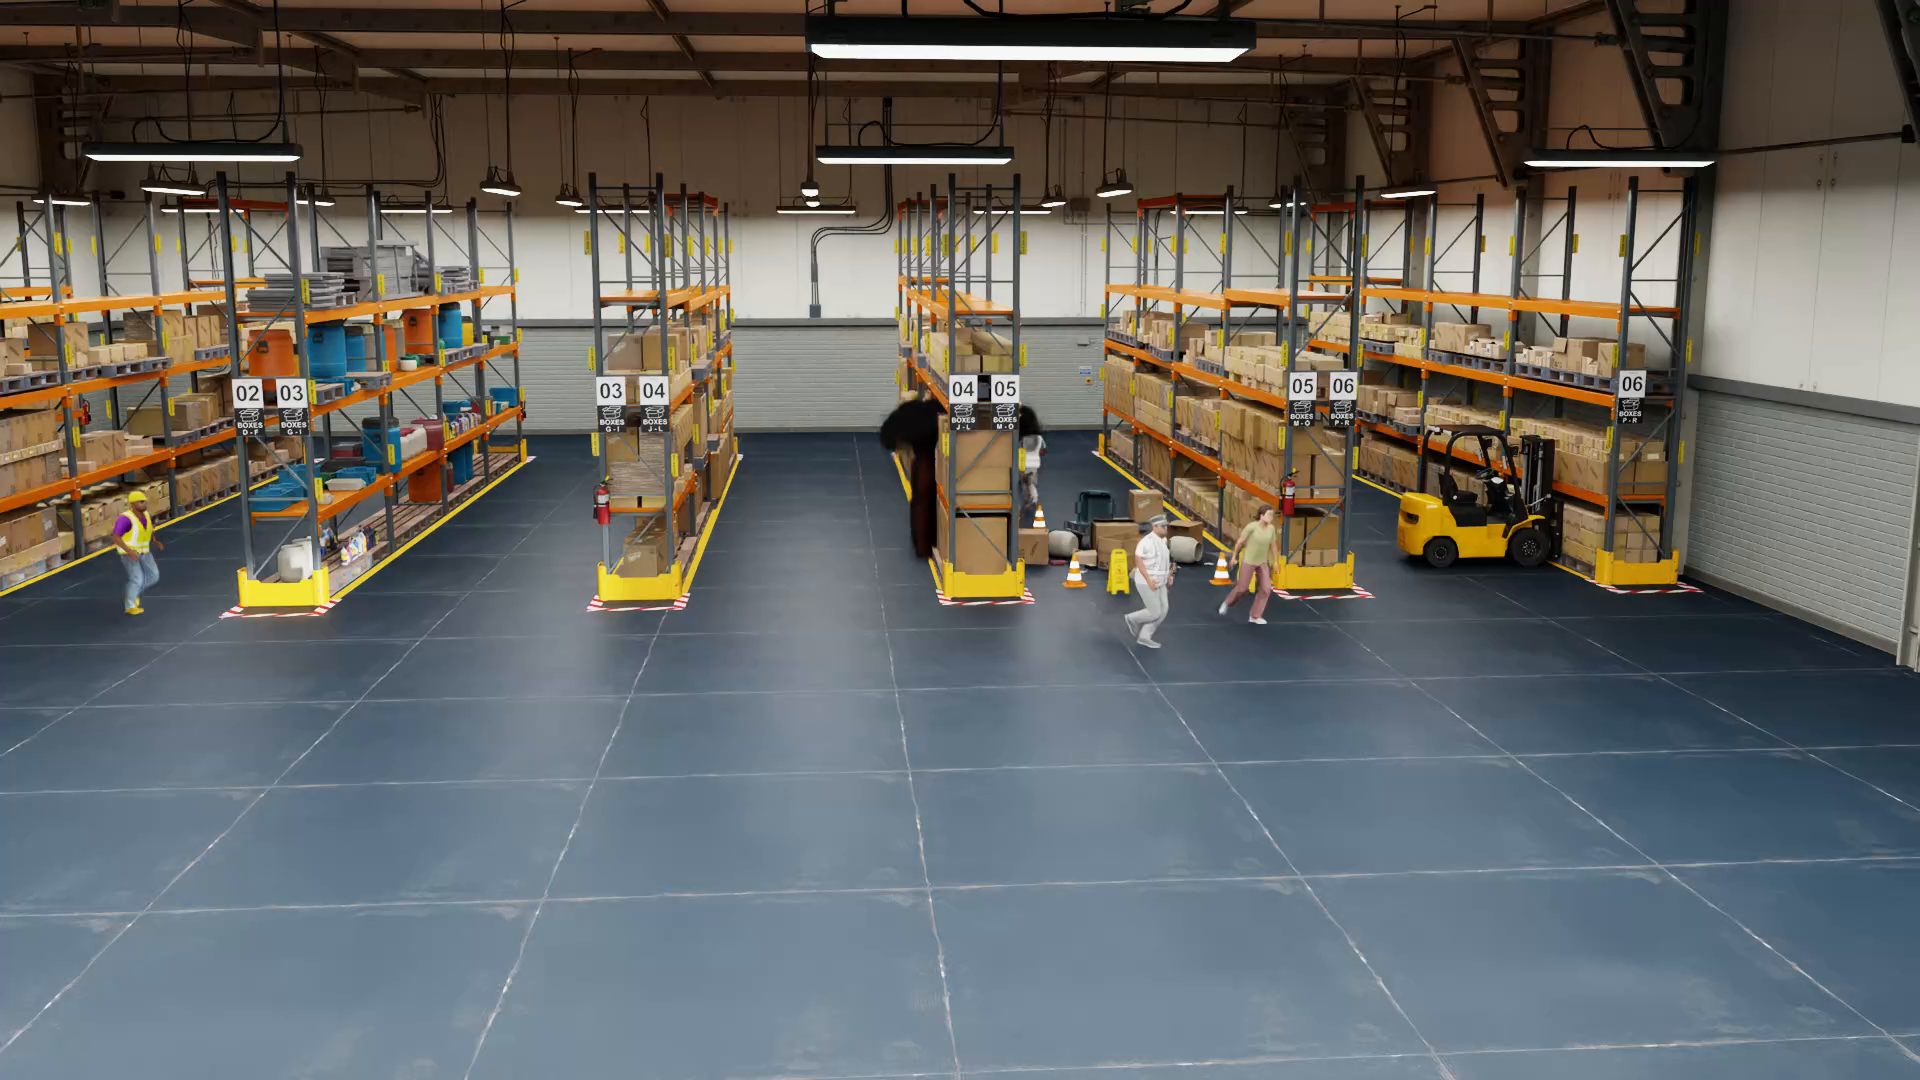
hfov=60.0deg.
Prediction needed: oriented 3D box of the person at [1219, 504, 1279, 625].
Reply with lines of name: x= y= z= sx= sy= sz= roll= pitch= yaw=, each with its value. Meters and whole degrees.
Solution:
person: x=3.905 y=0.295 z=22.376 sx=0.640 sy=1.611 sz=0.724 roll=-4 pitch=11 yaw=-23

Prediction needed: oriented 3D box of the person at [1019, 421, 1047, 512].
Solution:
person: x=1.354 y=-1.375 z=31.478 sx=0.675 sy=1.746 sz=0.743 roll=-2 pitch=10 yaw=-14

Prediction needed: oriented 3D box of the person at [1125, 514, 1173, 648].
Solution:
person: x=2.362 y=0.501 z=20.991 sx=0.572 sy=1.720 sz=0.662 roll=8 pitch=13 yaw=37

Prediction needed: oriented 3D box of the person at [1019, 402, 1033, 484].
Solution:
person: x=1.311 y=-2.049 z=35.203 sx=0.620 sy=1.764 sz=0.855 roll=-3 pitch=11 yaw=-18

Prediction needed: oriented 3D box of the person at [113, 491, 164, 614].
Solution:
person: x=-11.338 y=0.168 z=22.880 sx=0.545 sy=1.699 sz=0.673 roll=4 pitch=11 yaw=19
